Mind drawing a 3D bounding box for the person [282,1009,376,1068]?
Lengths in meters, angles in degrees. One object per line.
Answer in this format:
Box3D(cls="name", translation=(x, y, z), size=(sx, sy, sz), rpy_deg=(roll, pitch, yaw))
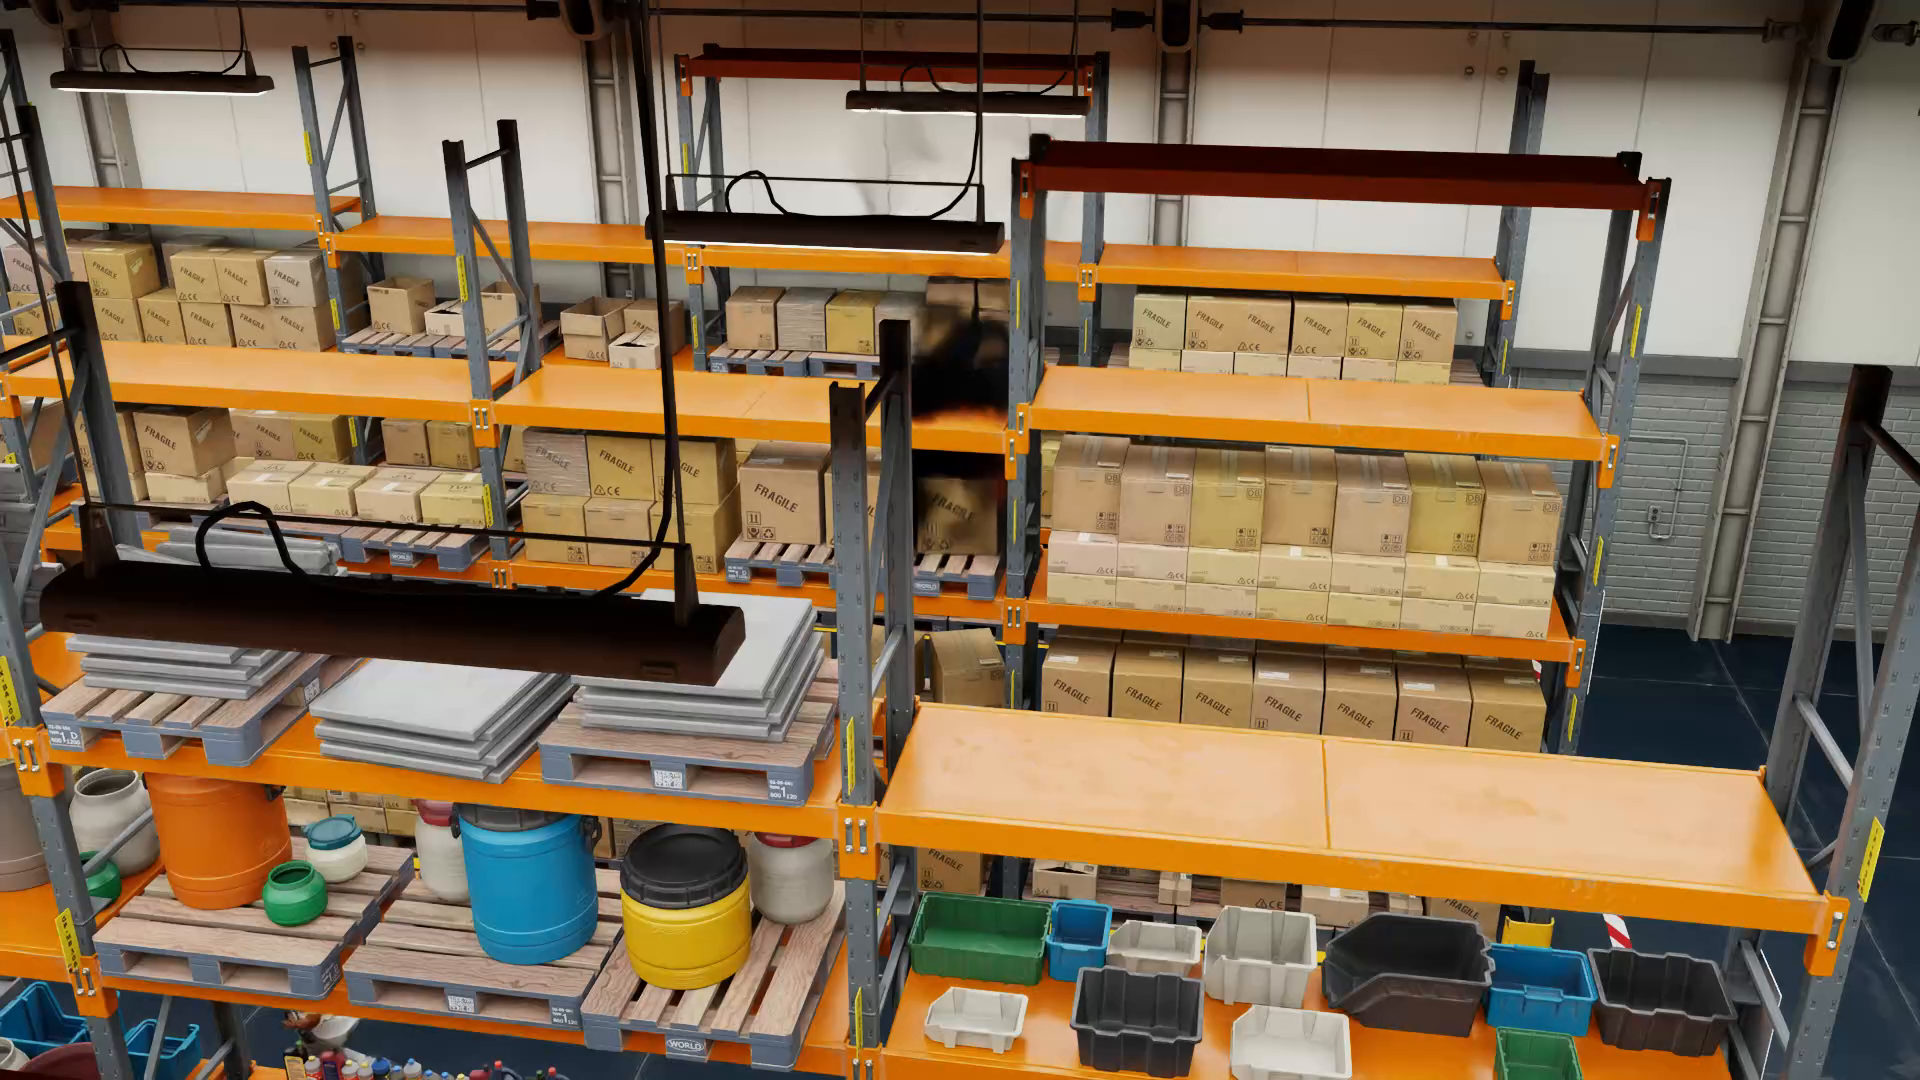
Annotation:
Box3D(cls="person", translation=(-4.109, 3.164, 10.875), size=(0.550, 1.627, 0.616), rpy_deg=(3, 23, 6))
